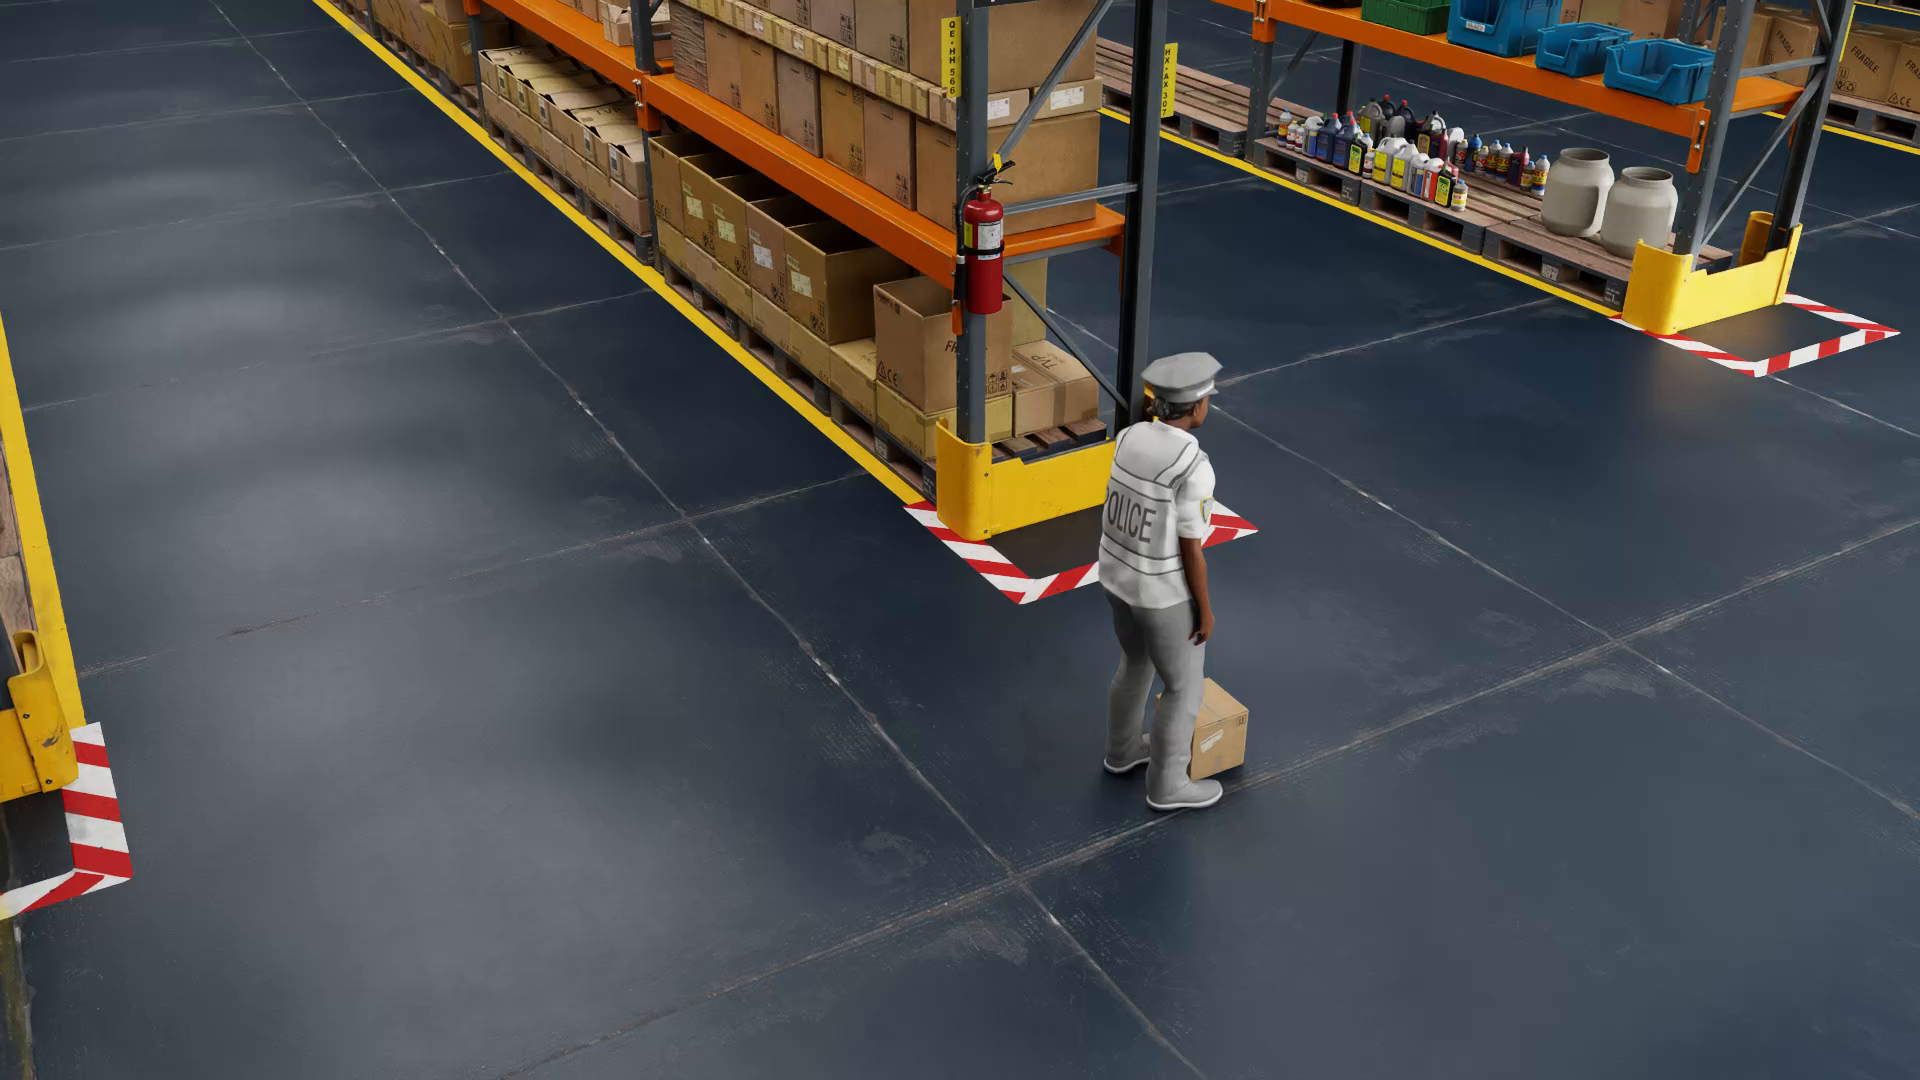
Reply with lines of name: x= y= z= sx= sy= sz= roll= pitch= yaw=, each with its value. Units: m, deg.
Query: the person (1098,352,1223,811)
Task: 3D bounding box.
person: x=0.707 y=0.167 z=5.829 sx=0.395 sy=1.658 sz=0.523 roll=-18 pitch=34 yaw=-29
